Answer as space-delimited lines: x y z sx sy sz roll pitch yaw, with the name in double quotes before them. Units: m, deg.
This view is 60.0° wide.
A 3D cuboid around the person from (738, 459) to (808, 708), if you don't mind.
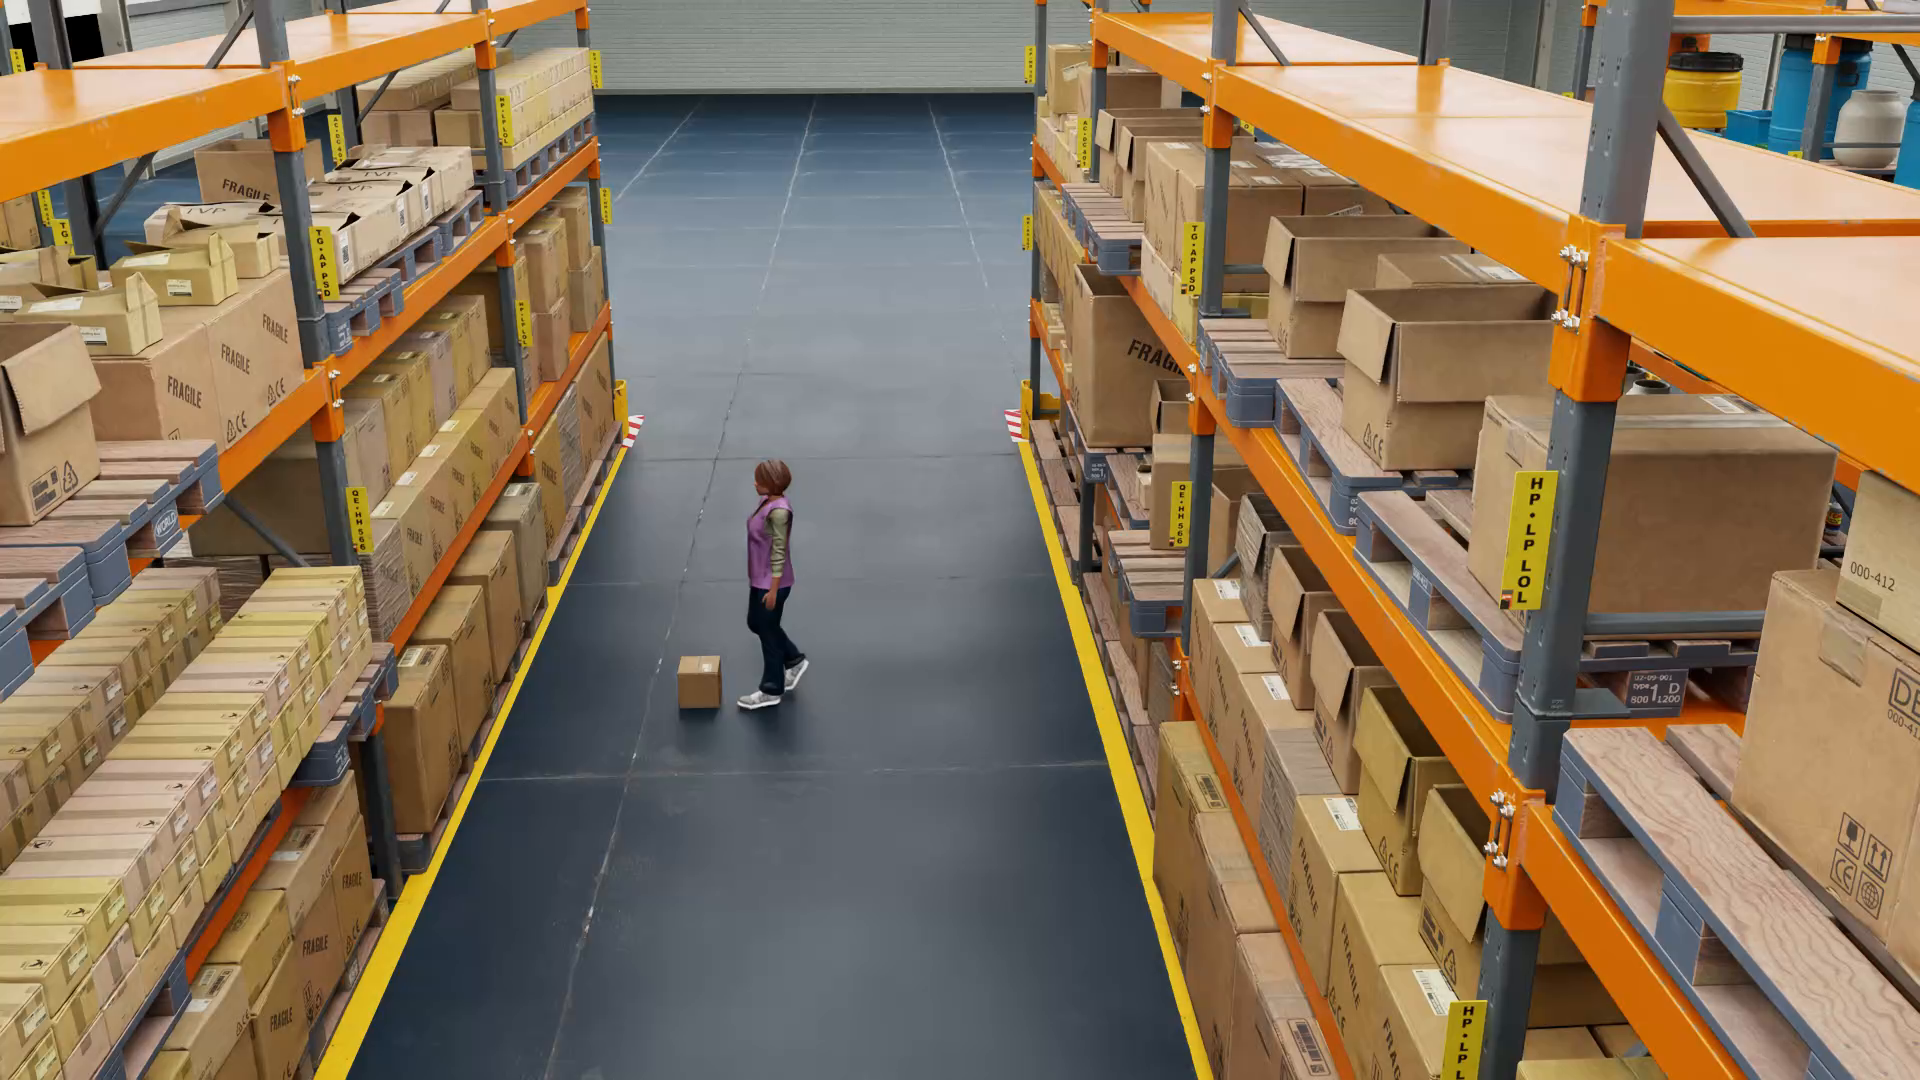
"person" -1.187 0.263 10.381 0.486 1.597 0.435 -4 21 -11
